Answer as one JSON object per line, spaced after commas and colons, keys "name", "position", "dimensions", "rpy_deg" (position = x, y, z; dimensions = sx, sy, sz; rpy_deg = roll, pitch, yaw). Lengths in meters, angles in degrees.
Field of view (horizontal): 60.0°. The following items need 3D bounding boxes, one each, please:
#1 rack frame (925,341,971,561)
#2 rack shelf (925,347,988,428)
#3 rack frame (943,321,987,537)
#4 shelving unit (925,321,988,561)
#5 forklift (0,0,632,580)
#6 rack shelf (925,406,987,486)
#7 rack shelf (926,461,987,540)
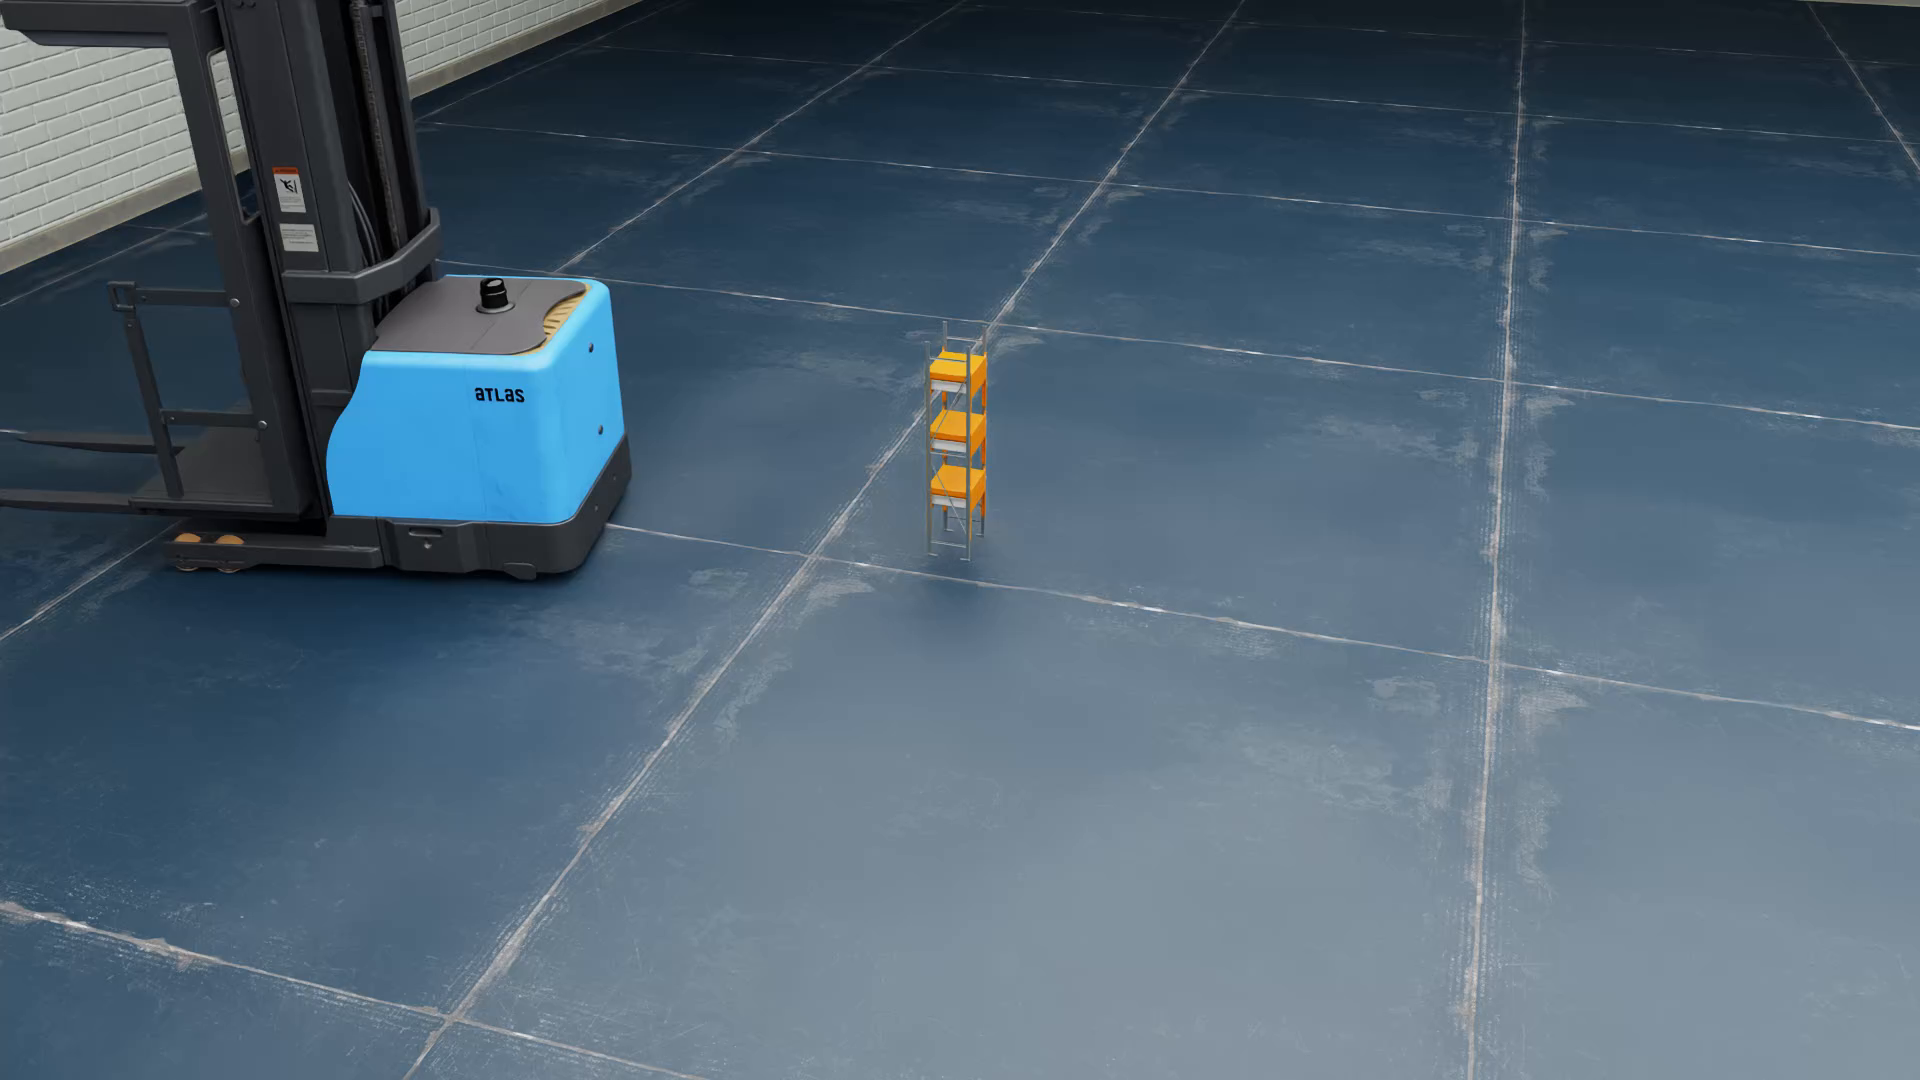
{"name": "rack frame", "position": [-0.052, -0.377, 7.348], "dimensions": [0.200, 1.050, 0.008], "rpy_deg": [8, 30, 15]}
{"name": "rack shelf", "position": [-0.016, -0.673, 7.317], "dimensions": [0.215, 0.259, 0.240], "rpy_deg": [8, 30, 15]}
{"name": "rack frame", "position": [0.020, -0.491, 7.552], "dimensions": [0.200, 1.050, 0.008], "rpy_deg": [8, 30, 15]}
{"name": "shelving unit", "position": [-0.016, -0.434, 7.450], "dimensions": [0.215, 1.050, 0.252], "rpy_deg": [8, 30, 15]}
{"name": "forklift", "position": [-3.156, -1.386, 7.226], "dimensions": [3.031, 2.935, 1.130], "rpy_deg": [2, 29, 4]}
{"name": "rack shelf", "position": [-0.016, -0.425, 7.455], "dimensions": [0.215, 0.259, 0.240], "rpy_deg": [8, 30, 15]}
{"name": "rack shelf", "position": [-0.016, -0.182, 7.590], "dimensions": [0.215, 0.259, 0.240], "rpy_deg": [8, 30, 15]}
